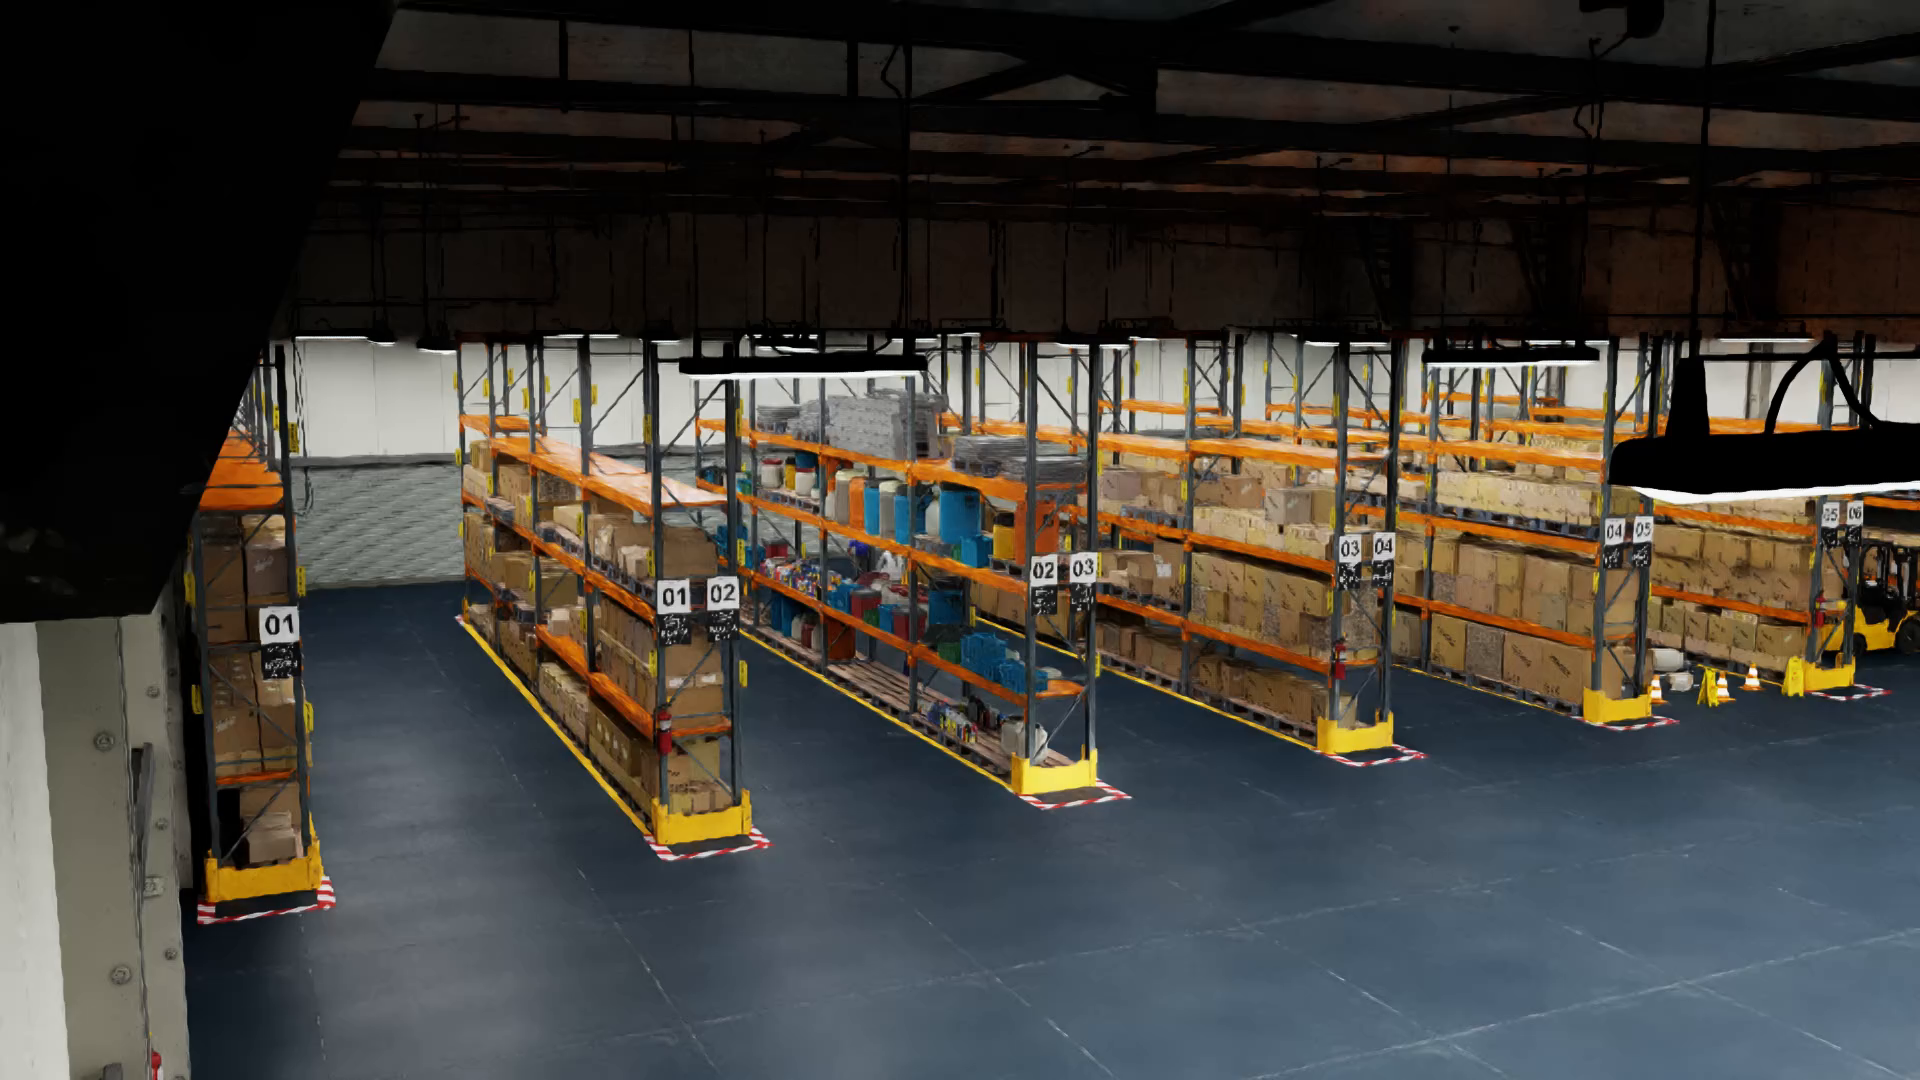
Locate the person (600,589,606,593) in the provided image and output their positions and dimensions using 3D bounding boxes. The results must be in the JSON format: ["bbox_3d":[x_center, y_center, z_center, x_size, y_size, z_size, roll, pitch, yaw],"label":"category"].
[{"bbox_3d":[-8.050,0.597,36.660,0.497,1.583,1.090,-3,8,-22],"label":"person"}]

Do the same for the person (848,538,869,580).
[{"bbox_3d":[-2.264,0.459,37.856,0.592,1.581,0.518,-4,9,-26],"label":"person"}]

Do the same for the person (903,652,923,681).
[{"bbox_3d":[-0.804,1.665,28.612,0.484,1.644,0.614,-3,8,-18],"label":"person"}]

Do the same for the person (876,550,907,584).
[{"bbox_3d":[-1.425,0.794,34.828,0.677,1.726,0.574,-4,9,-26],"label":"person"}]
